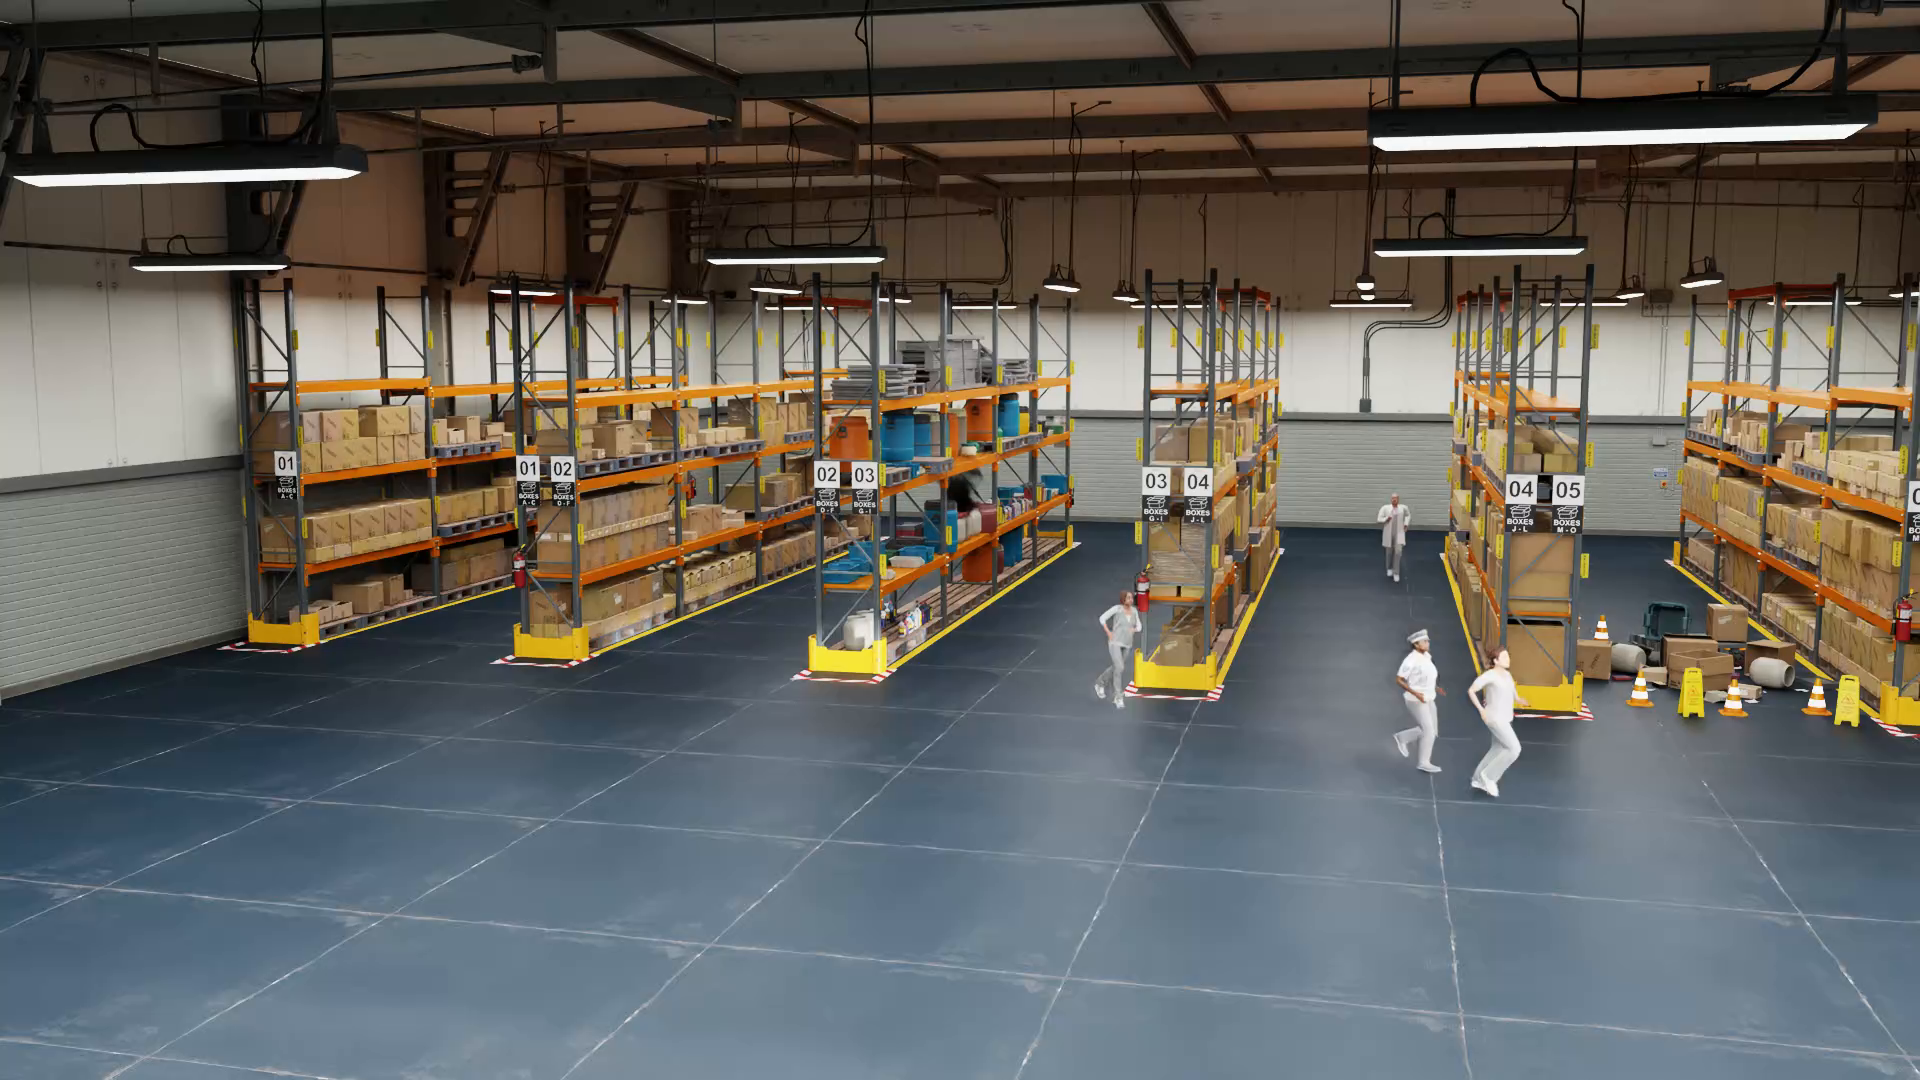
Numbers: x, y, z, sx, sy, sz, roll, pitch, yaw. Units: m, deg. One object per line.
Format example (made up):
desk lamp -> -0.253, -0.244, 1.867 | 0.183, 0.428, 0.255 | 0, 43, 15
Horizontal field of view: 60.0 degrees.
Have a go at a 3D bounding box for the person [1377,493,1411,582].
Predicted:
person -> 9.093, -0.079, 34.870 | 0.693, 1.816, 0.897 | 2, 7, 14

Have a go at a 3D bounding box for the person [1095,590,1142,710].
person -> 2.223, 1.479, 22.986 | 0.540, 1.616, 0.776 | -4, 8, -29

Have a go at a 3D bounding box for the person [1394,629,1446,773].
person -> 5.343, 1.856, 19.448 | 0.579, 1.654, 0.678 | -6, 9, -42

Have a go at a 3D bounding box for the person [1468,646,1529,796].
person -> 5.933, 1.987, 18.262 | 0.537, 1.640, 0.649 | -7, 10, -44
